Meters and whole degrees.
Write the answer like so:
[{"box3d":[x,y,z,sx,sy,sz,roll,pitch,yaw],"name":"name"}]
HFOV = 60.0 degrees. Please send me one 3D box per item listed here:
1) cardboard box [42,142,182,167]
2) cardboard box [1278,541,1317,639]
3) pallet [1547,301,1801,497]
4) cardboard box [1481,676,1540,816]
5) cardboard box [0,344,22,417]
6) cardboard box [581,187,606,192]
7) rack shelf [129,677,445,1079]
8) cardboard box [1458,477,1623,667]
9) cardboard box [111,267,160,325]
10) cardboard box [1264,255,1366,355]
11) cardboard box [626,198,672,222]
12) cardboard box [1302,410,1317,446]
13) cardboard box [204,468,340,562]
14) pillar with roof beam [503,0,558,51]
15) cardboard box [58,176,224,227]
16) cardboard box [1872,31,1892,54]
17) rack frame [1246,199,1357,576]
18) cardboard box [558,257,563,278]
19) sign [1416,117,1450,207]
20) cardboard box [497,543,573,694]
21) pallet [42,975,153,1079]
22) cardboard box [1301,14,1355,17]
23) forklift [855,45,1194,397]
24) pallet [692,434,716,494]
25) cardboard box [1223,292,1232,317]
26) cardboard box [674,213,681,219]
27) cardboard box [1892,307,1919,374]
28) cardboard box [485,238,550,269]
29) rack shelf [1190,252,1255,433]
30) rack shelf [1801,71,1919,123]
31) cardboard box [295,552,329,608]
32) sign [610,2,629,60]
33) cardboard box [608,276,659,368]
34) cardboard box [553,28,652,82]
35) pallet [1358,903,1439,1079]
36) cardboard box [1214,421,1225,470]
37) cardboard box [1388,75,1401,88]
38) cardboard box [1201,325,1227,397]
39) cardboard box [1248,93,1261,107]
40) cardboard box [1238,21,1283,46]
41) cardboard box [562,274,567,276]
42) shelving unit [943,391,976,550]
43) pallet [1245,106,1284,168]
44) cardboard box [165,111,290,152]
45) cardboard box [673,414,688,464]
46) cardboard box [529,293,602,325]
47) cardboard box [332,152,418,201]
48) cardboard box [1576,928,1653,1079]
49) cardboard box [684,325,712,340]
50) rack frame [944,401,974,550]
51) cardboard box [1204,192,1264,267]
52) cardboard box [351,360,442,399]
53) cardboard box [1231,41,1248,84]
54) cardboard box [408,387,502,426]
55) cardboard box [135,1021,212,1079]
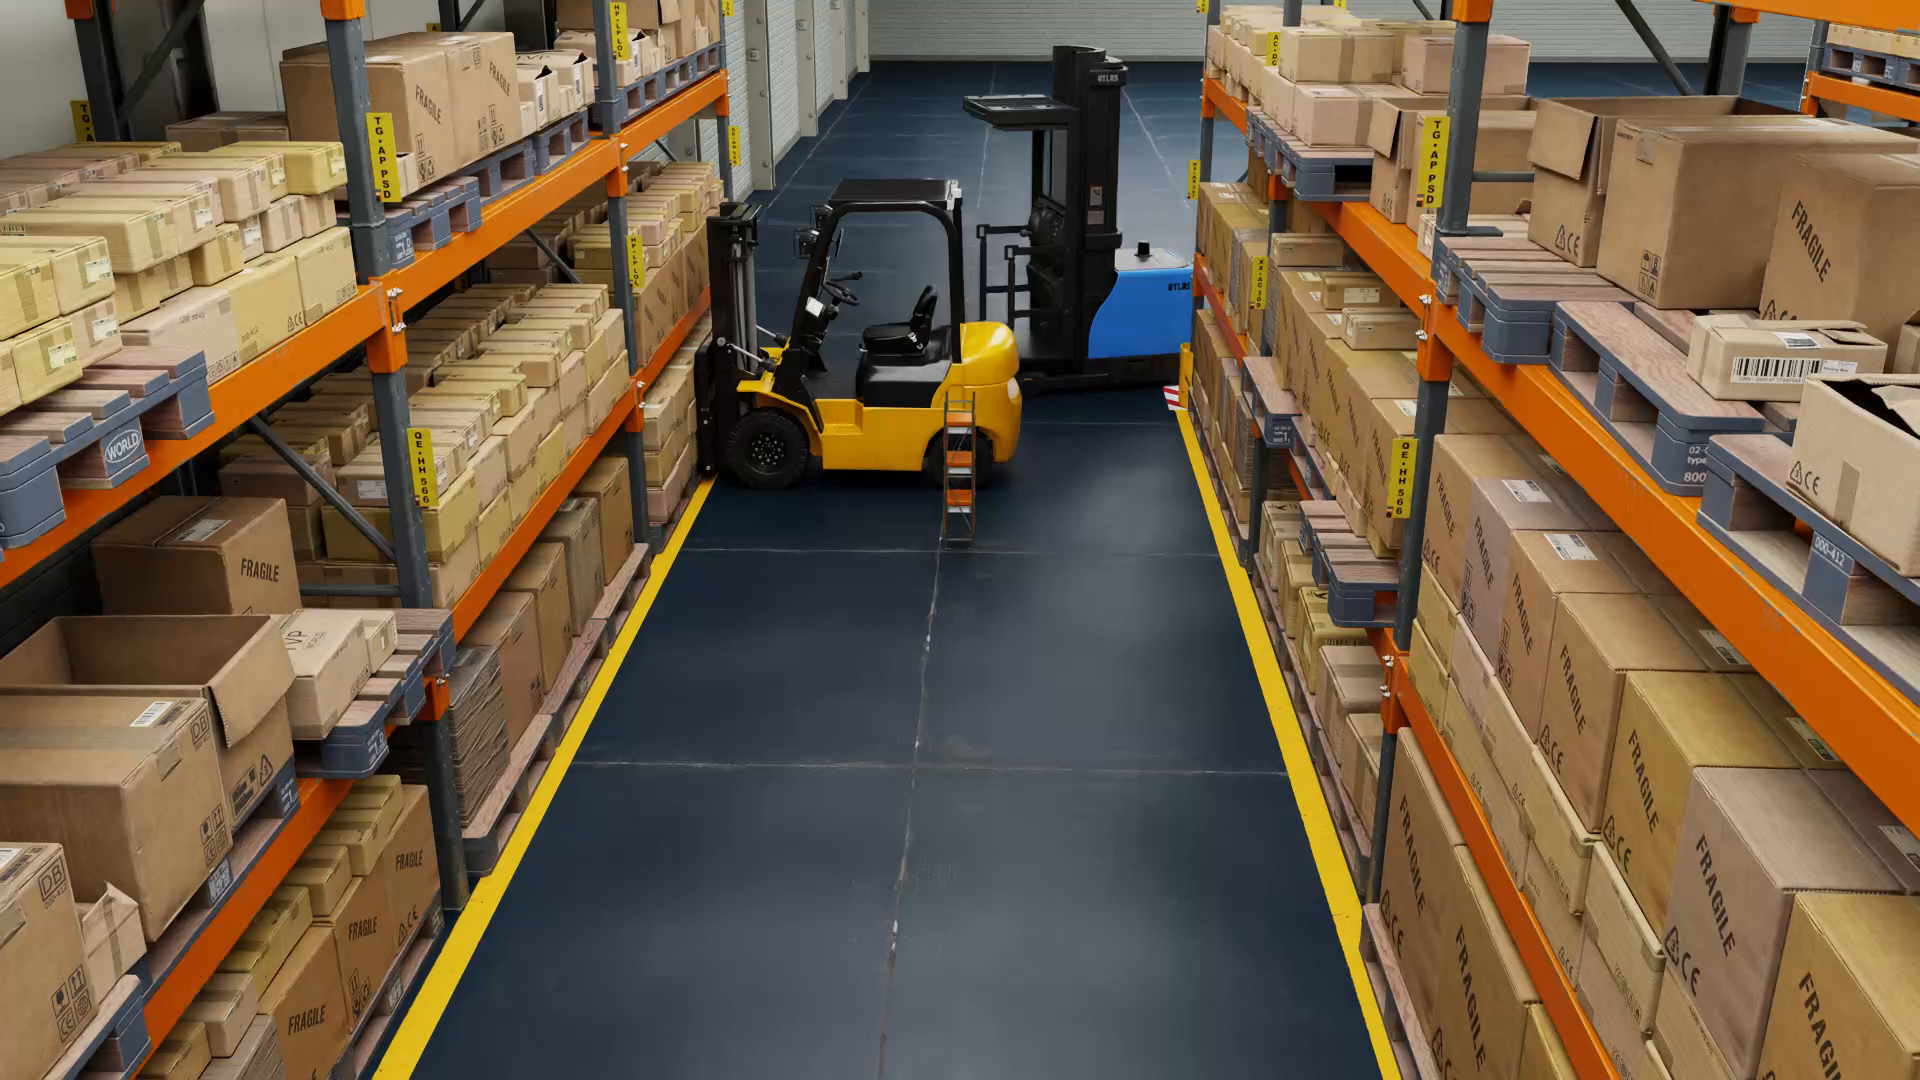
[{"box3d":[-2.975,-1.310,5.858,0.380,0.149,0.250,0,21,0],"name":"cardboard box"},{"box3d":[2.364,0.299,9.665,0.950,0.372,0.625,2,21,5],"name":"cardboard box"},{"box3d":[2.277,-0.407,4.545,1.003,0.211,1.213,2,21,4],"name":"pallet"},{"box3d":[1.968,0.650,5.223,0.500,0.250,0.500,1,21,1],"name":"cardboard box"},{"box3d":[-2.373,-0.338,3.735,0.380,0.149,0.250,0,21,1],"name":"cardboard box"},{"box3d":[-2.815,-2.580,12.585,0.380,0.149,0.250,0,21,0],"name":"cardboard box"},{"box3d":[-2.748,1.271,5.101,1.077,0.370,4.000,1,21,2],"name":"rack shelf"},{"box3d":[2.010,0.108,5.583,0.500,0.500,0.500,1,21,2],"name":"cardboard box"},{"box3d":[-2.523,-0.706,4.711,0.380,0.149,0.250,1,21,3],"name":"cardboard box"},{"box3d":[2.095,-1.395,9.848,0.500,0.500,0.500,1,21,3],"name":"cardboard box"},{"box3d":[-2.309,-2.390,12.097,0.380,0.149,0.250,1,21,2],"name":"cardboard box"},{"box3d":[1.996,-0.592,8.674,0.380,0.149,0.250,1,21,4],"name":"cardboard box"},{"box3d":[-2.951,-0.116,7.197,0.500,0.250,0.500,1,21,3],"name":"cardboard box"},{"box3d":[0.937,-5.188,12.459,9.100,9.000,0.400,1,21,2],"name":"pillar with roof beam"},{"box3d":[-2.523,-1.031,5.137,0.380,0.149,0.250,0,21,1],"name":"cardboard box"},{"box3d":[7.115,-3.738,12.497,0.380,0.149,0.250,1,21,2],"name":"cardboard box"},{"box3d":[2.396,-1.180,10.425,1.000,3.000,0.127,1,21,2],"name":"rack frame"},{"box3d":[-2.840,-1.793,10.968,0.380,0.149,0.250,0,21,0],"name":"cardboard box"},{"box3d":[1.732,-1.380,6.078,0.100,0.325,0.005,1,21,2],"name":"sign"},{"box3d":[-2.622,0.419,9.005,0.875,0.625,0.625,0,21,-1],"name":"cardboard box"},{"box3d":[-2.675,1.461,3.883,1.003,0.211,1.213,1,21,2],"name":"pallet"},{"box3d":[2.693,-3.789,12.247,0.380,0.149,0.250,1,21,2],"name":"cardboard box"},{"box3d":[0.587,-2.837,14.789,3.031,2.935,1.130,-5,22,-13],"name":"forklift"},{"box3d":[-2.465,-0.663,12.946,1.003,0.211,1.213,1,21,2],"name":"pallet"},{"box3d":[2.138,-1.736,12.203,0.380,0.149,0.250,1,21,2],"name":"cardboard box"},{"box3d":[-2.286,-2.347,12.397,0.380,0.149,0.250,0,21,1],"name":"cardboard box"},{"box3d":[2.558,-0.476,4.068,0.396,0.266,0.258,2,21,6],"name":"cardboard box"},{"box3d":[-2.858,-1.840,10.679,0.380,0.149,0.250,1,21,2],"name":"cardboard box"},{"box3d":[2.457,-1.568,12.418,1.077,0.370,4.000,1,21,2],"name":"rack shelf"},{"box3d":[7.408,-2.949,11.830,1.077,0.370,4.000,1,21,2],"name":"rack shelf"},{"box3d":[-2.929,0.117,7.288,0.500,0.250,0.500,0,21,0],"name":"cardboard box"},{"box3d":[-2.023,-3.017,9.862,0.100,0.325,0.005,1,21,2],"name":"sign"},{"box3d":[-2.291,-1.438,10.950,0.500,0.500,0.500,0,21,0],"name":"cardboard box"},{"box3d":[-2.297,-3.131,10.710,0.500,0.311,0.500,1,21,3],"name":"cardboard box"},{"box3d":[2.175,1.850,6.469,1.003,0.211,1.213,1,21,2],"name":"pallet"},{"box3d":[2.172,-0.687,12.375,0.500,0.250,0.500,1,21,2],"name":"cardboard box"},{"box3d":[2.503,-2.309,8.813,0.500,0.250,0.500,1,21,2],"name":"cardboard box"},{"box3d":[2.205,-1.404,13.184,0.500,0.500,0.500,0,21,0],"name":"cardboard box"},{"box3d":[2.146,-2.951,11.189,0.380,0.149,0.250,1,21,3],"name":"cardboard box"},{"box3d":[2.139,-3.512,11.532,0.380,0.149,0.250,1,21,2],"name":"cardboard box"},{"box3d":[-2.803,-1.626,11.434,0.500,0.500,0.500,1,21,2],"name":"cardboard box"},{"box3d":[-0.002,-0.470,11.289,0.215,1.050,0.252,1,21,2],"name":"shelving unit"},{"box3d":[2.271,-2.269,9.344,1.213,0.211,1.003,1,21,2],"name":"pallet"},{"box3d":[-2.921,-1.623,6.907,0.500,0.250,0.500,1,21,2],"name":"cardboard box"},{"box3d":[-2.229,-0.734,11.804,0.500,0.250,0.500,1,21,1],"name":"cardboard box"},{"box3d":[-2.344,-1.363,9.861,0.380,0.149,0.250,0,21,1],"name":"cardboard box"},{"box3d":[-2.373,-1.442,6.556,0.380,0.166,0.250,1,21,2],"name":"cardboard box"},{"box3d":[1.965,1.251,4.366,0.500,0.250,0.500,0,21,0],"name":"cardboard box"},{"box3d":[-2.161,-1.523,13.145,0.500,0.250,0.500,1,21,2],"name":"cardboard box"},{"box3d":[-0.005,-0.426,11.175,0.200,1.050,0.008,1,21,2],"name":"rack frame"},{"box3d":[2.214,-2.456,13.164,0.500,0.500,0.500,1,21,3],"name":"cardboard box"},{"box3d":[-2.852,-0.812,8.439,0.380,0.149,0.250,1,21,3],"name":"cardboard box"},{"box3d":[2.185,-3.361,11.694,0.500,0.250,0.500,1,21,3],"name":"cardboard box"},{"box3d":[-2.421,-0.624,7.956,0.380,0.149,0.250,1,21,2],"name":"cardboard box"},{"box3d":[-2.576,1.628,5.163,0.380,0.149,0.250,1,21,2],"name":"cardboard box"}]
